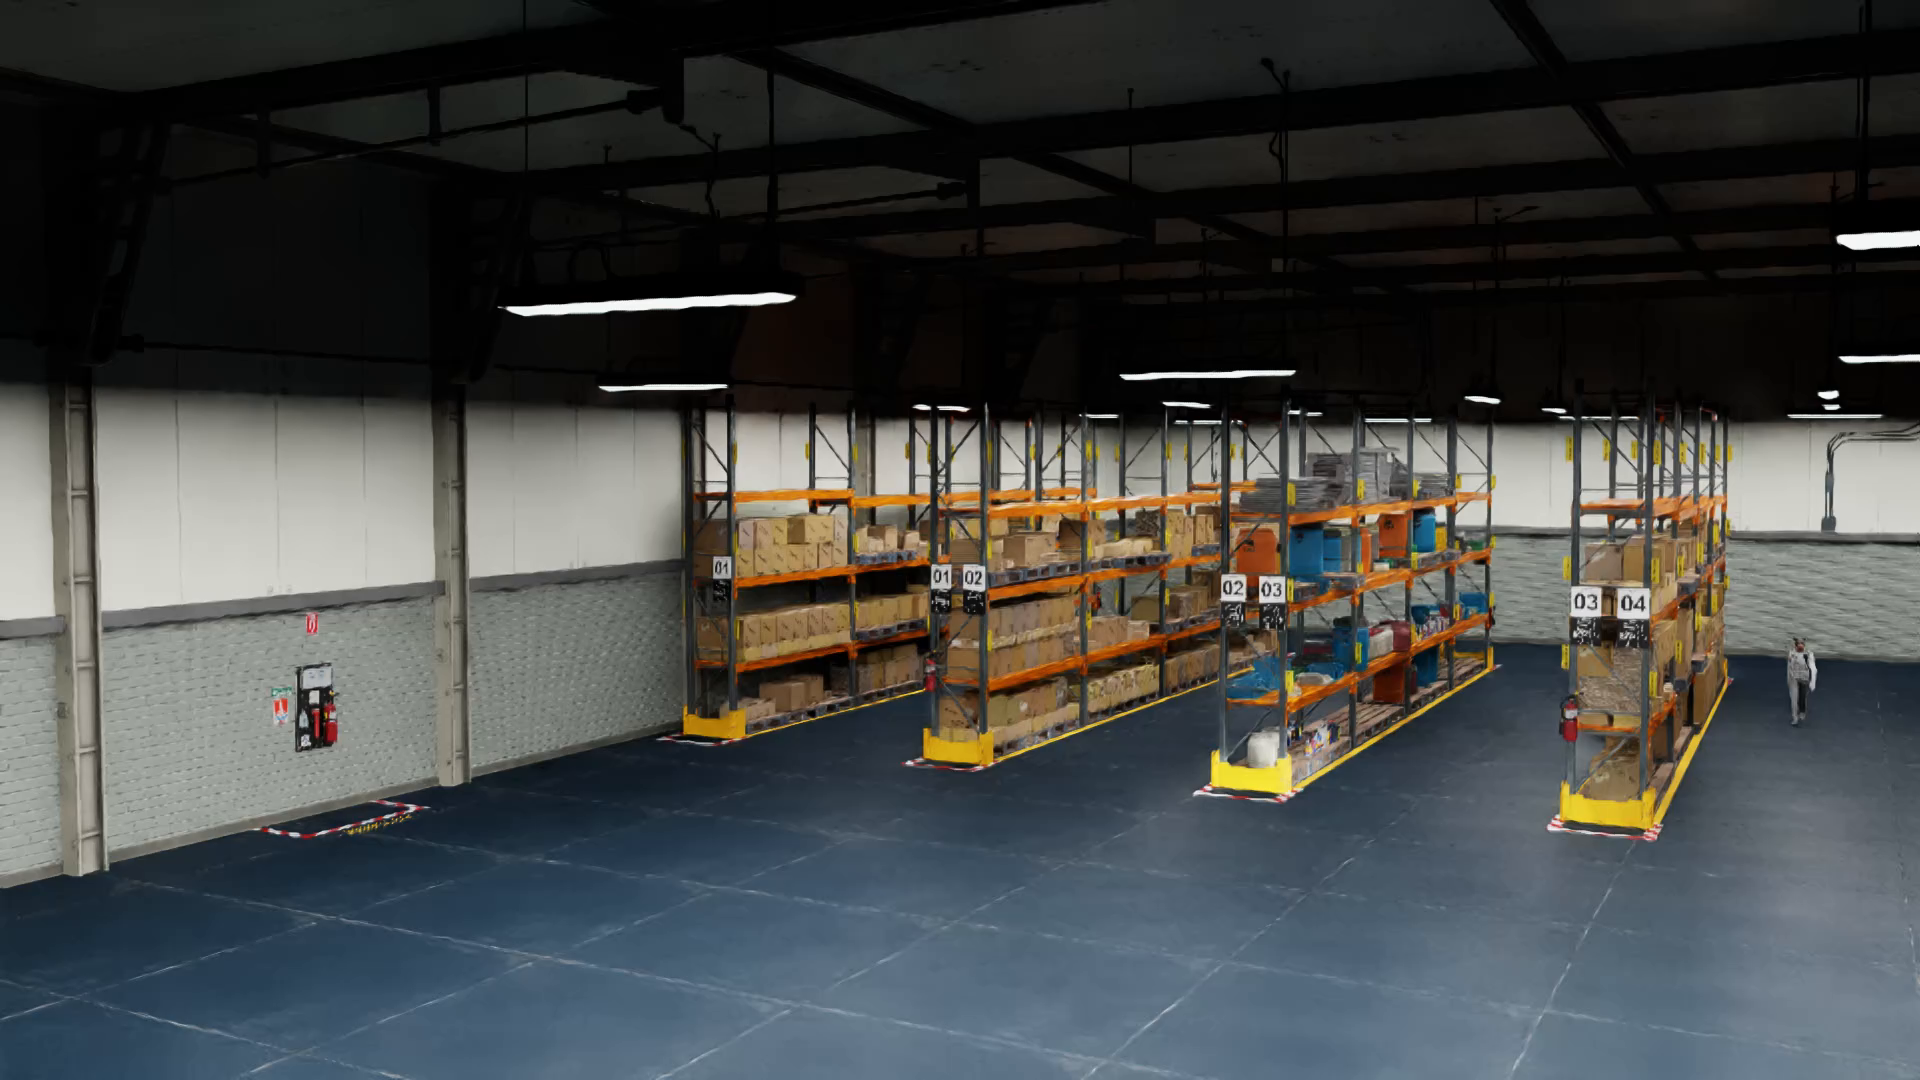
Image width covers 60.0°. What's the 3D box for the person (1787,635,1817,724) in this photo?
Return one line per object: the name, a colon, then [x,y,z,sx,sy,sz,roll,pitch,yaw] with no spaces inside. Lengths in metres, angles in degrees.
person: [15.554,2.563,30.736,0.500,1.625,0.989,2,3,27]
